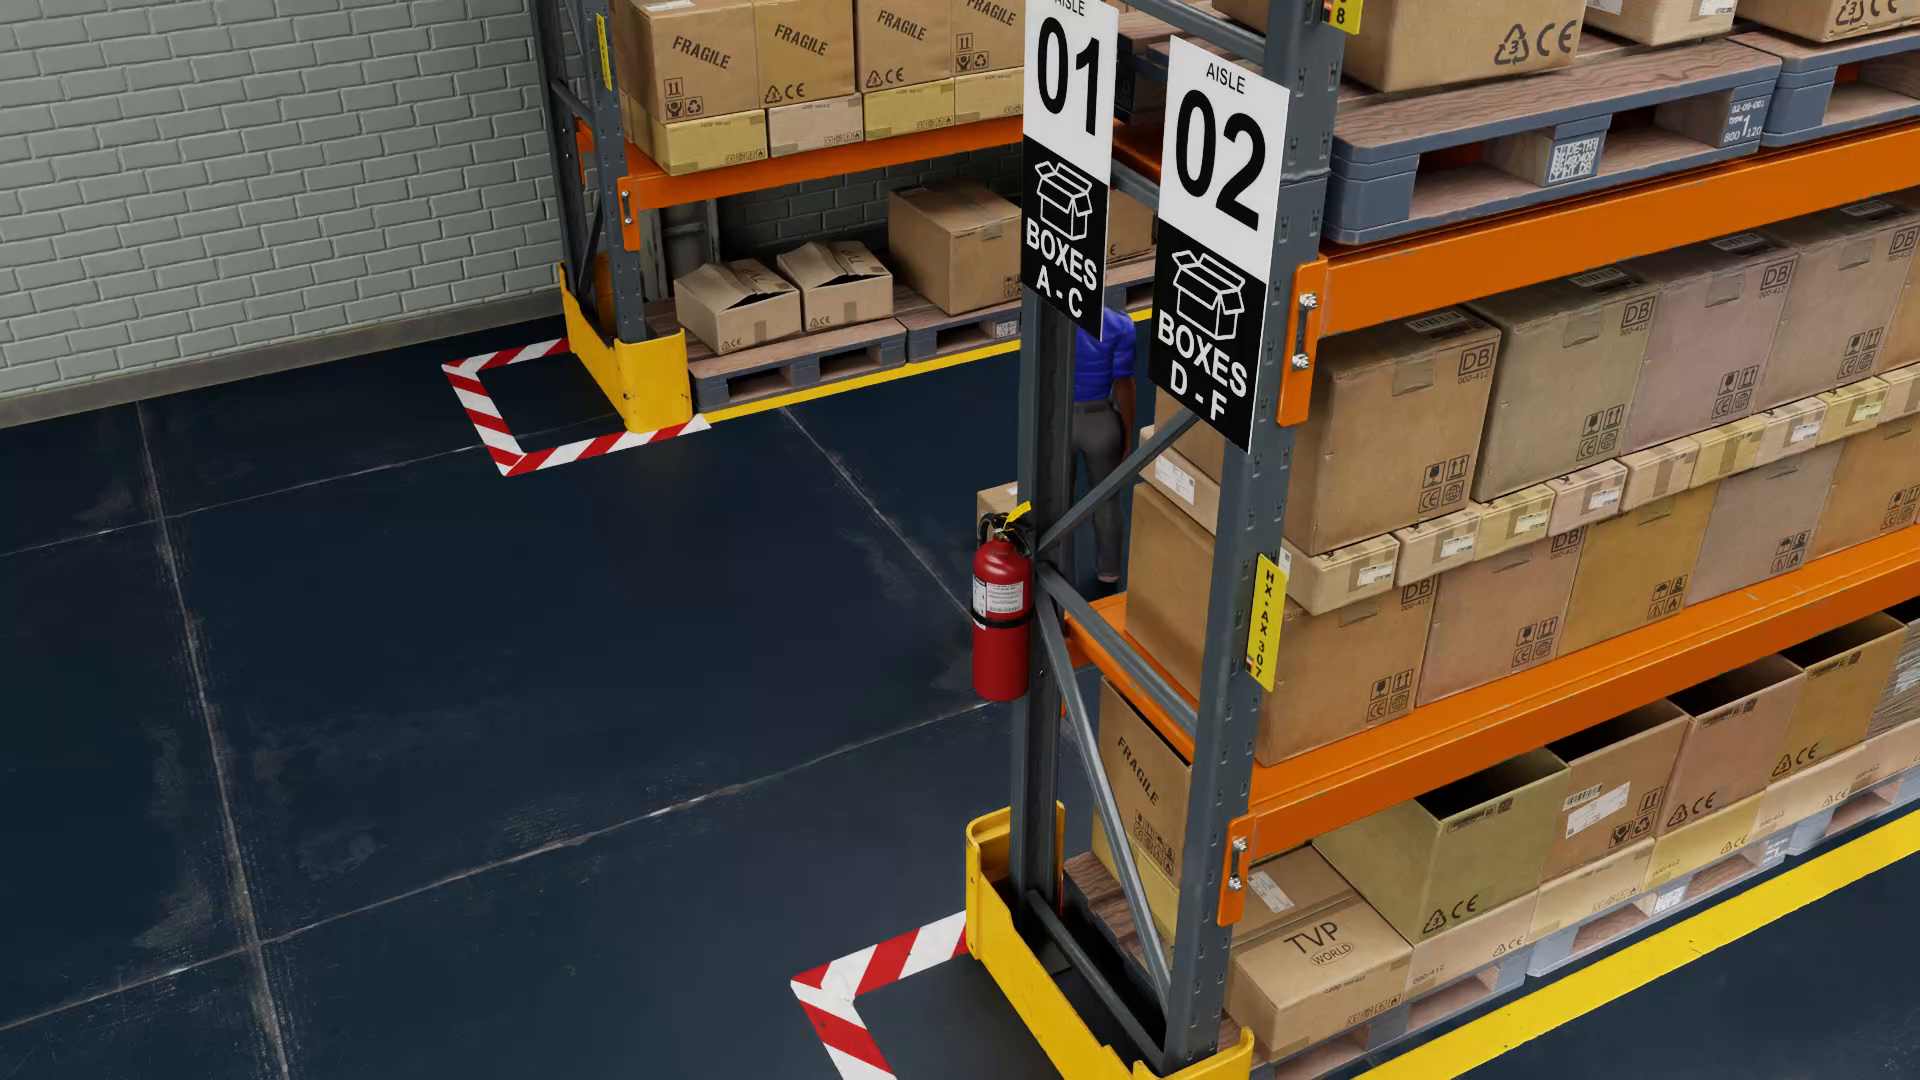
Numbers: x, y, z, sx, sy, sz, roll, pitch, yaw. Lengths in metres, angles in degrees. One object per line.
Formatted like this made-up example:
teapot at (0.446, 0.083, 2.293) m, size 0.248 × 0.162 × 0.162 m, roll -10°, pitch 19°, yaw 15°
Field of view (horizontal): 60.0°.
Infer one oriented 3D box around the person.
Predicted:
person at (0.489, -0.478, 6.885) m, size 0.489 × 1.689 × 0.485 m, roll -4°, pitch 33°, yaw -6°
